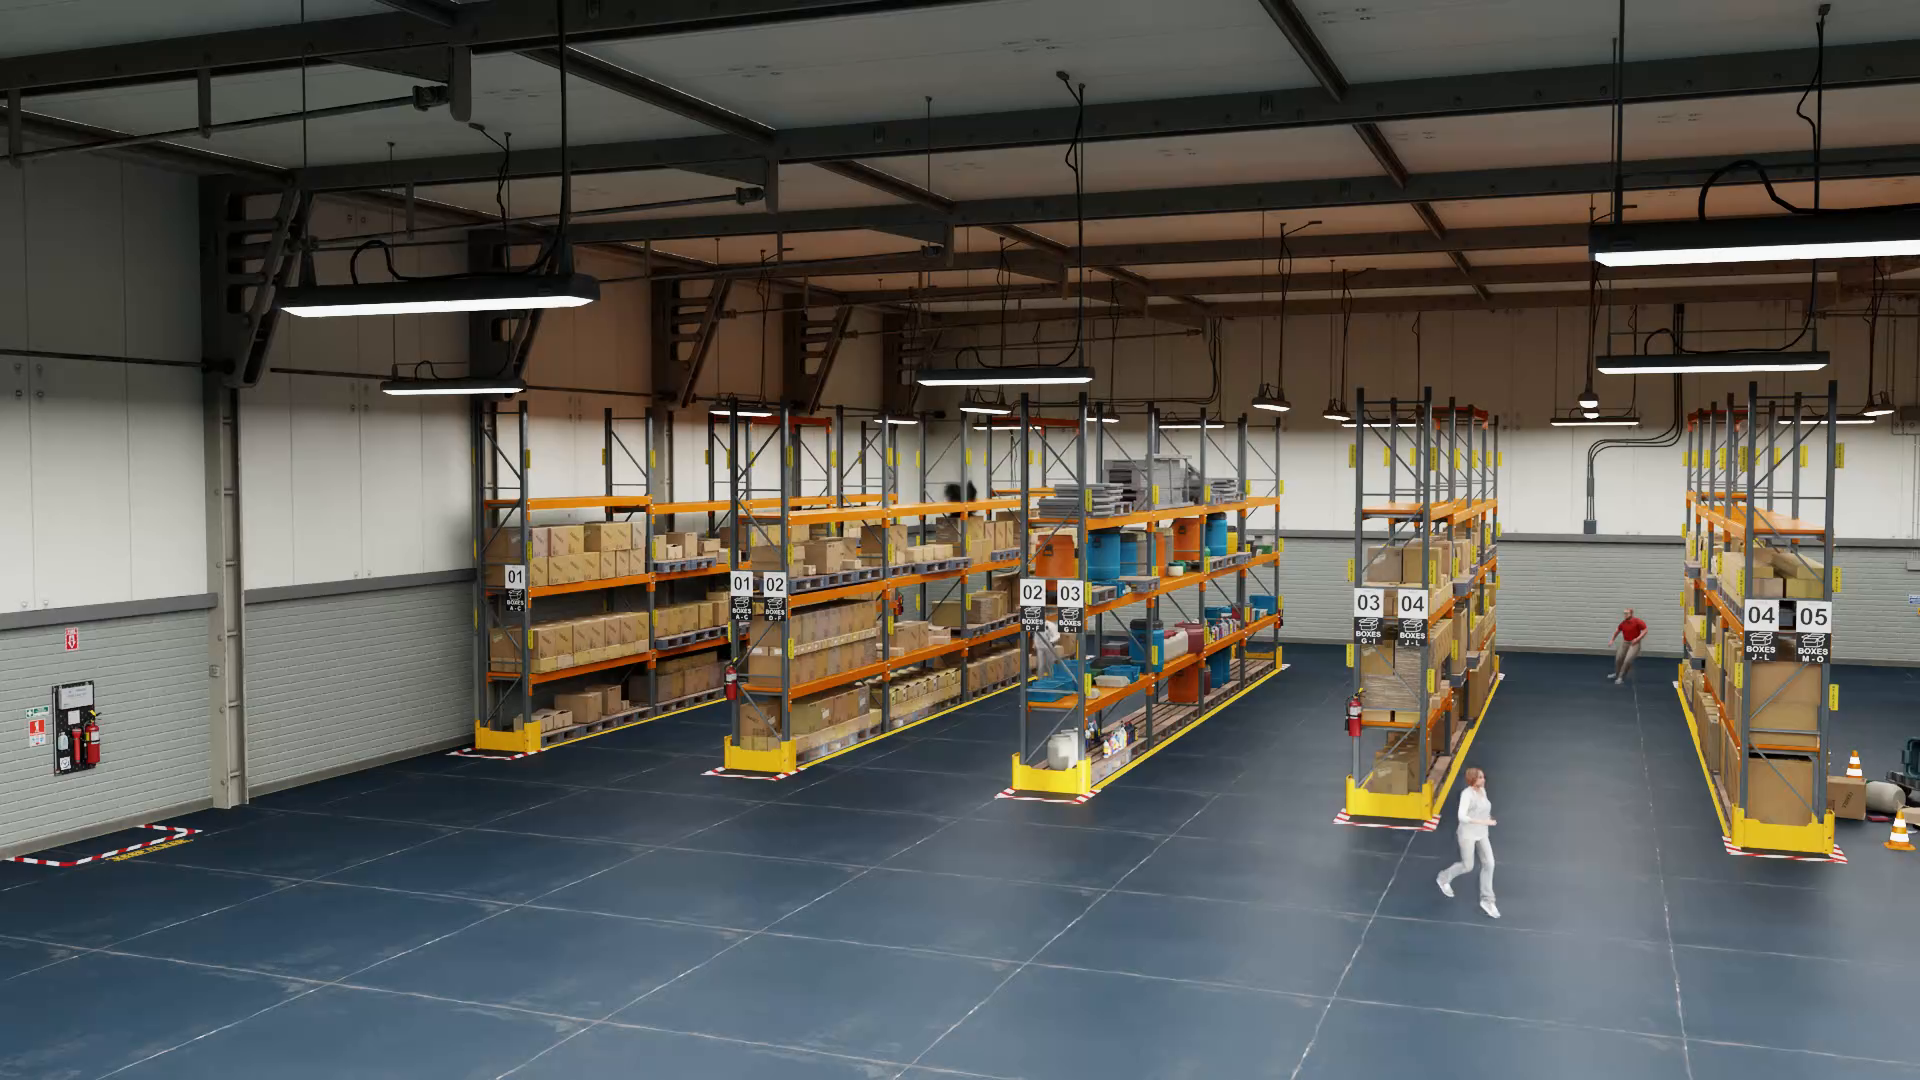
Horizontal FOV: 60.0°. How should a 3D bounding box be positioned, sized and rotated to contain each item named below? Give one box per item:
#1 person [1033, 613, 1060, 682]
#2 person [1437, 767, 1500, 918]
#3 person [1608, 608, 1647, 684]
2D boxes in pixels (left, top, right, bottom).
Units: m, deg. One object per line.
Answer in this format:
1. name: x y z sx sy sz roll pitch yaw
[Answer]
1. person: 1.738 2.235 33.840 0.610 1.724 0.808 1 3 22
2. person: 5.649 3.319 18.457 0.569 1.641 0.826 -2 4 -39
3. person: 14.855 2.359 37.208 0.729 1.680 0.958 -2 3 -34
